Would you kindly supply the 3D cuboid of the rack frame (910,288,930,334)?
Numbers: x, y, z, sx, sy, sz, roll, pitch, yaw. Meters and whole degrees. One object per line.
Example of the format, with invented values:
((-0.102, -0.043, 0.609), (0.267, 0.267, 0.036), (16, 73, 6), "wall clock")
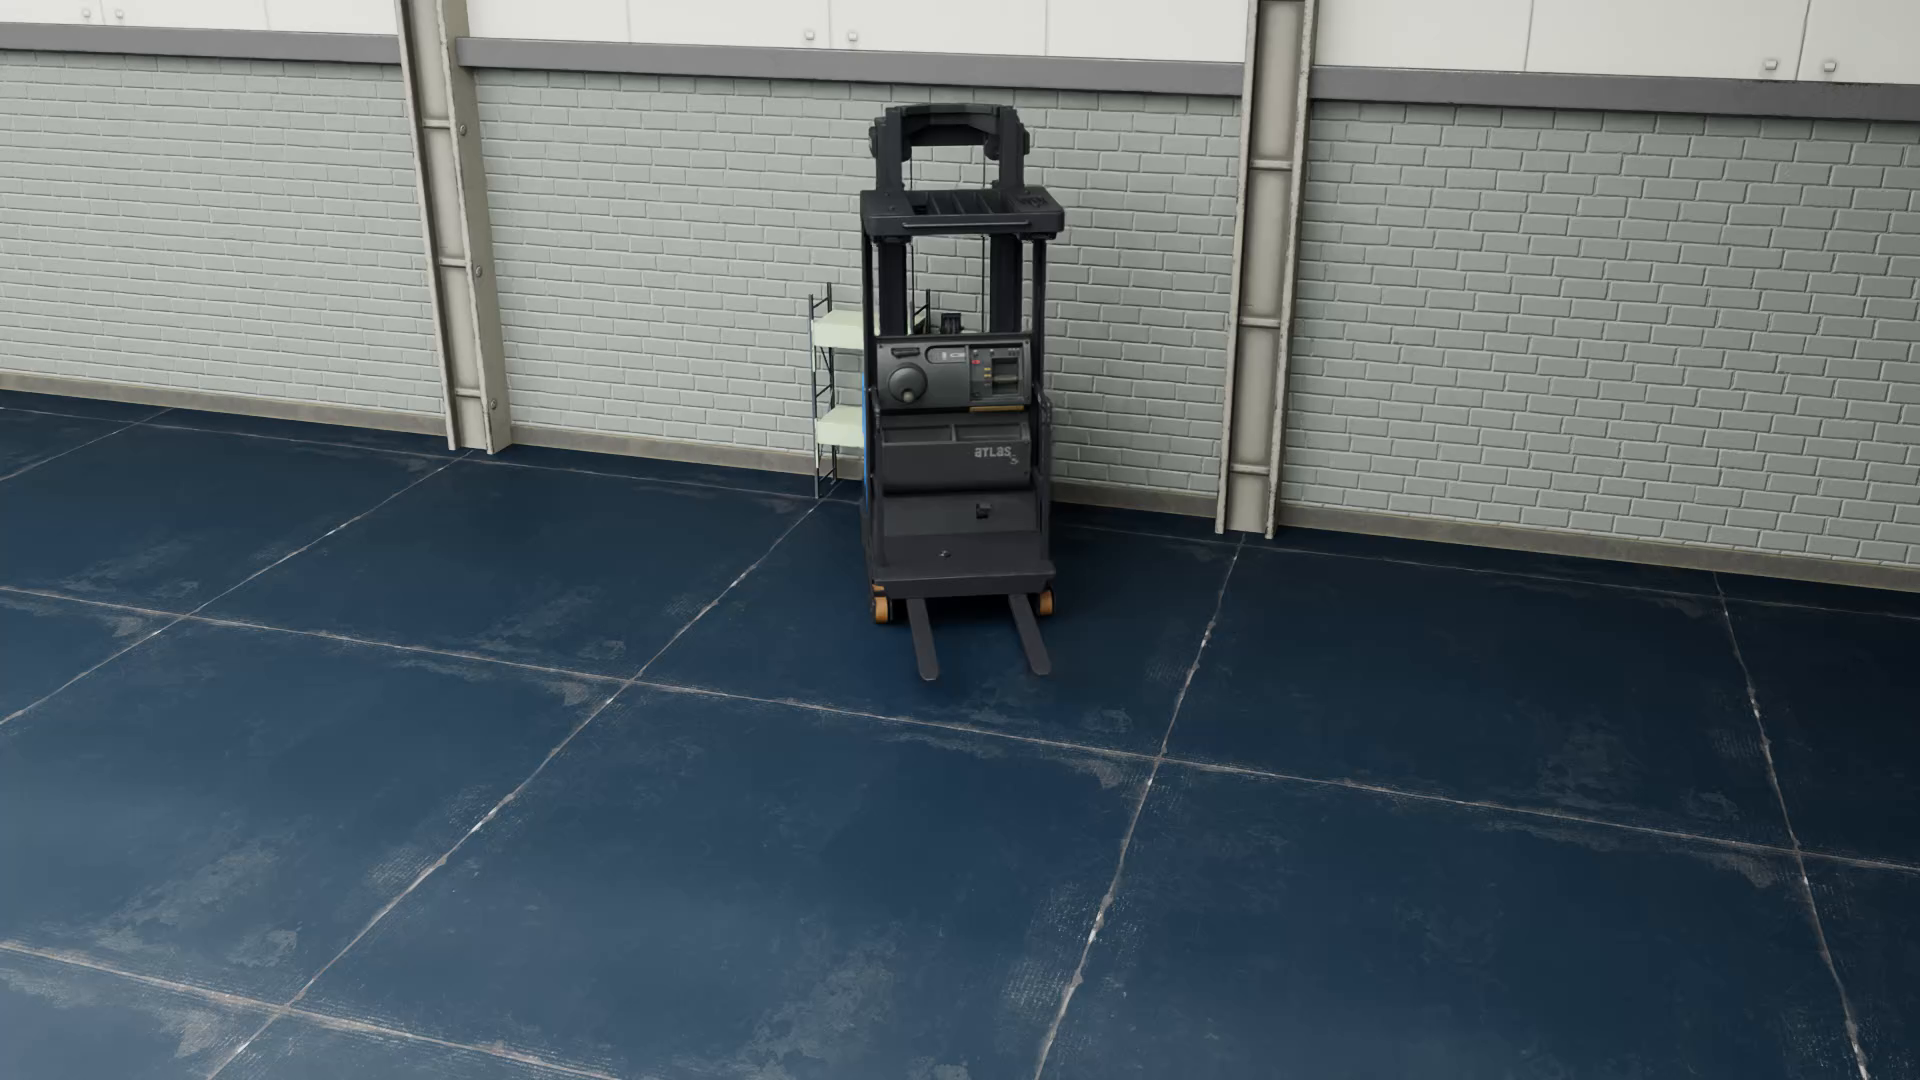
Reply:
((-0.274, -0.986, 11.697), (0.023, 1.500, 0.400), (6, 23, 15), "rack frame")

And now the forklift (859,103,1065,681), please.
((-0.009, -0.988, 9.816), (1.130, 2.935, 3.031), (-2, 22, -6), "forklift")

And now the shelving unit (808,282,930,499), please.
((-0.626, -1.024, 11.791), (0.755, 1.500, 0.431), (6, 23, 15), "shelving unit")

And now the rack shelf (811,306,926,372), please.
((-0.626, -1.386, 11.643), (0.720, 0.370, 0.431), (6, 23, 15), "rack shelf")

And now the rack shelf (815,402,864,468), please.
((-0.626, -0.723, 11.915), (0.720, 0.370, 0.431), (6, 23, 15), "rack shelf")

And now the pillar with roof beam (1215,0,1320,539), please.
((0.737, -2.684, 5.955), (0.400, 9.000, 9.100), (7, 23, 16), "pillar with roof beam")

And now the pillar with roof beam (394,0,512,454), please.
((-5.007, -3.341, 7.558), (0.400, 9.000, 9.100), (7, 23, 16), "pillar with roof beam")

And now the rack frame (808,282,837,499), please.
((-0.977, -1.063, 11.885), (0.023, 1.500, 0.400), (6, 23, 15), "rack frame")
